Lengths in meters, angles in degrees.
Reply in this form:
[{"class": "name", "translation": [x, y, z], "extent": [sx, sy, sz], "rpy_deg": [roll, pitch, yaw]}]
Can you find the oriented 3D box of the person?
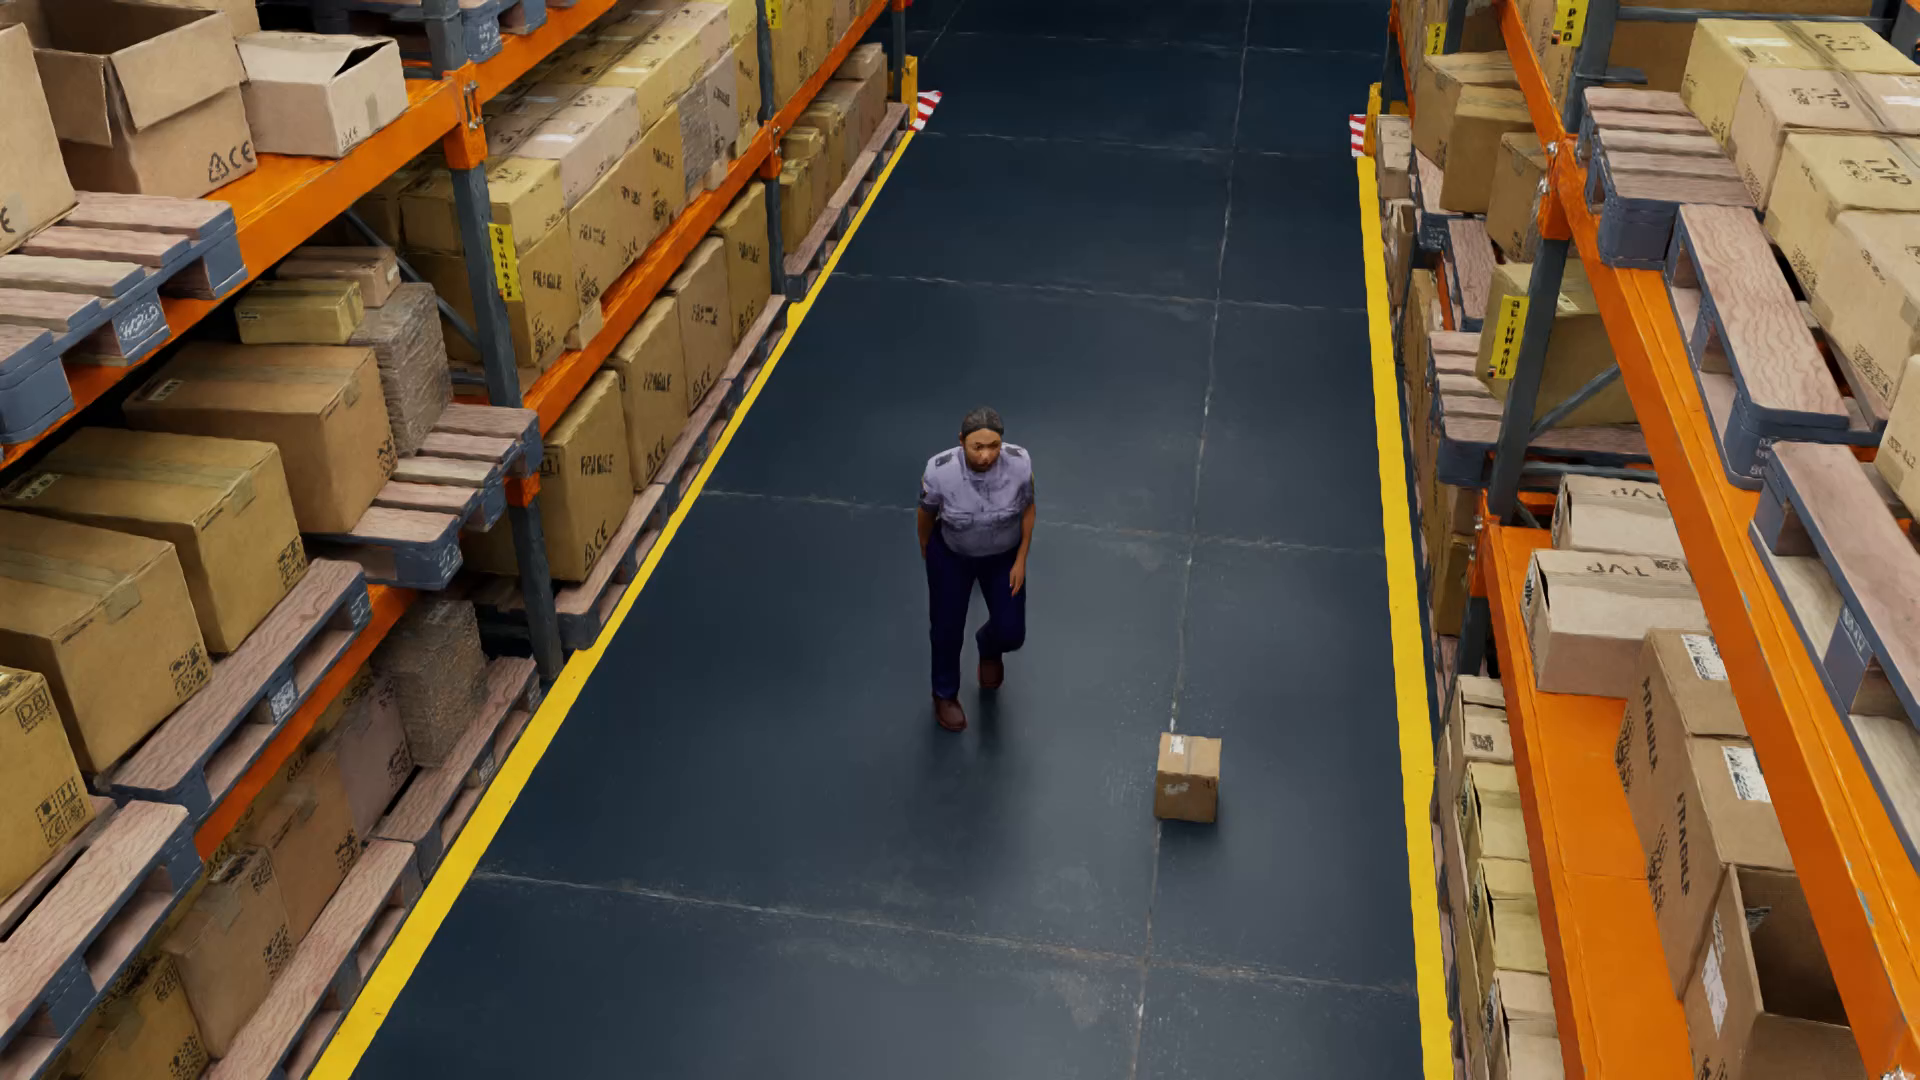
[{"class": "person", "translation": [0.060, 0.072, 7.063], "extent": [0.486, 1.623, 0.608], "rpy_deg": [-6, 33, -9]}]
